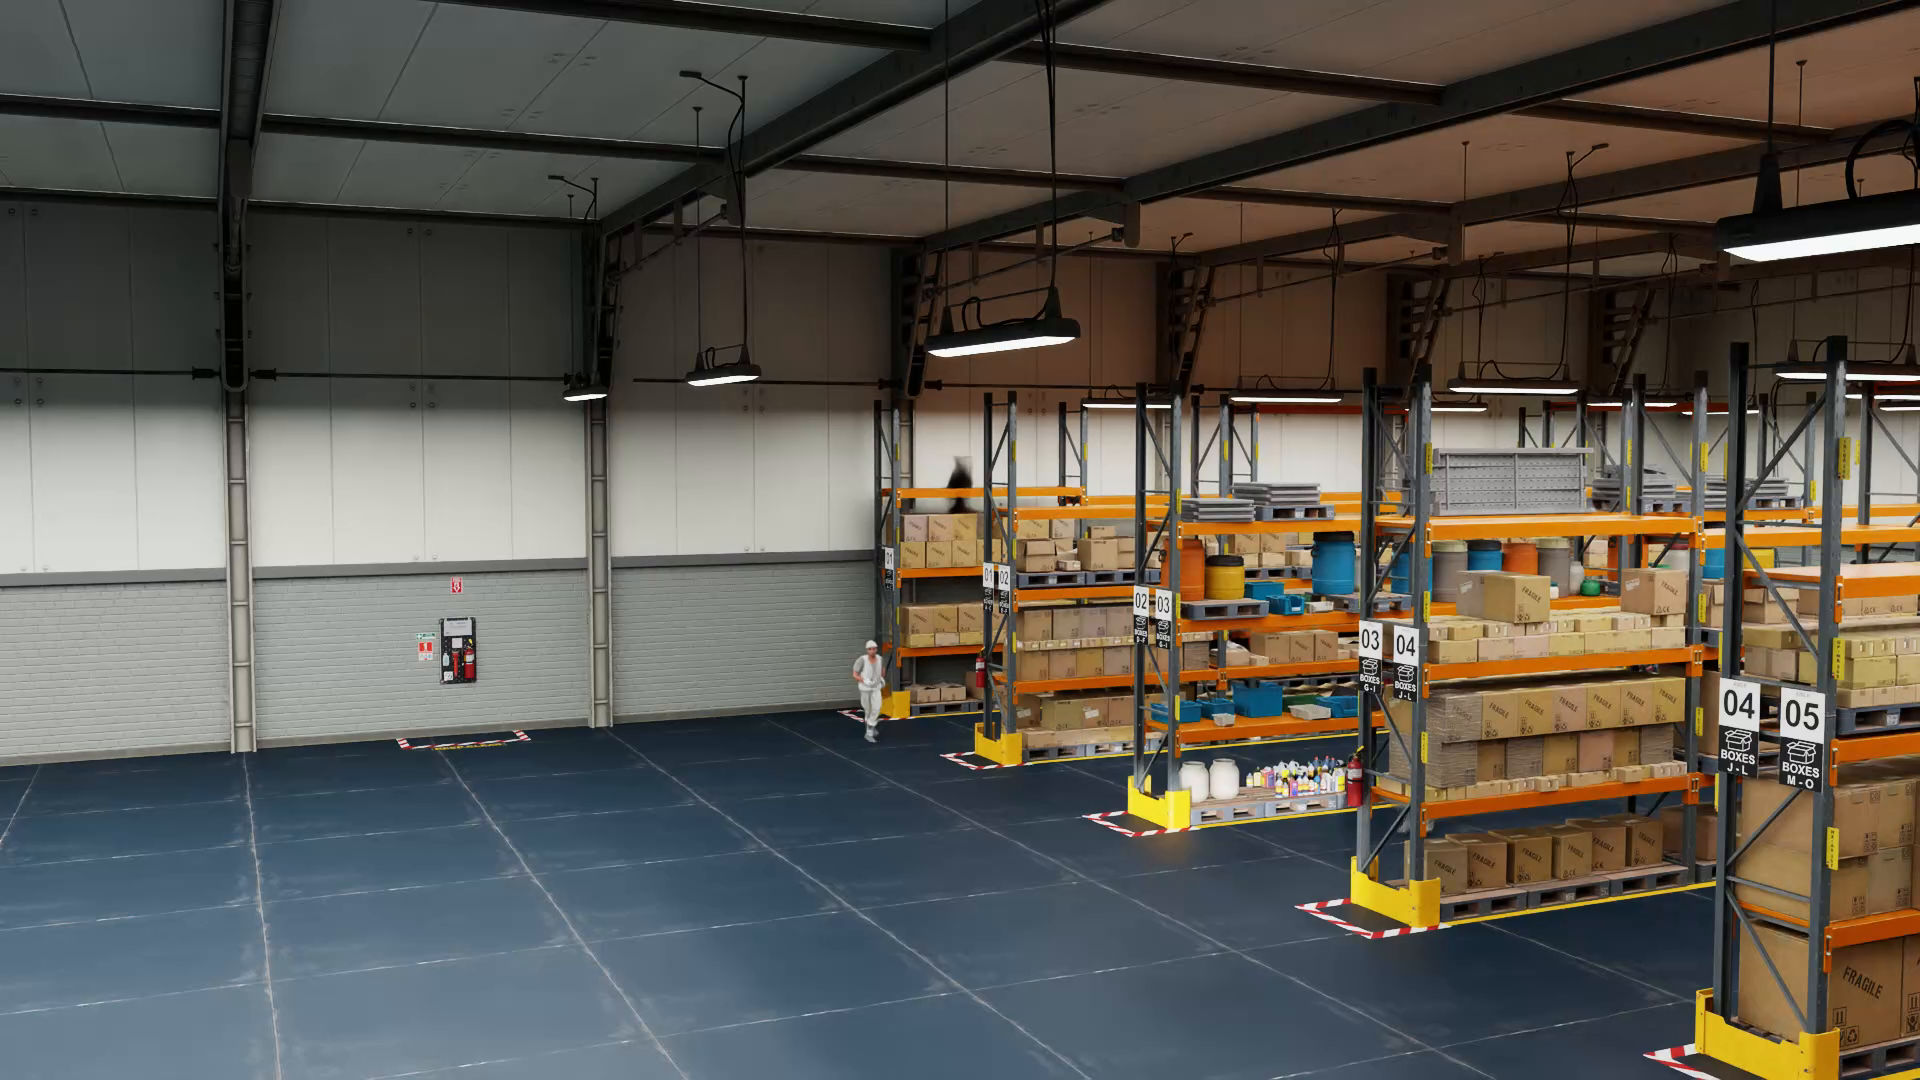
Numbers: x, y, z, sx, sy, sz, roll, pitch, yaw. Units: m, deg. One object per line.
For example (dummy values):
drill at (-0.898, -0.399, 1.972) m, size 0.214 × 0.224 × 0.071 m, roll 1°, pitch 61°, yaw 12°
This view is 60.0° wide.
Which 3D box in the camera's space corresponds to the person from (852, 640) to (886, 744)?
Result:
person at (-1.590, 2.596, 28.850) m, size 0.614 × 1.760 × 0.862 m, roll -1°, pitch 3°, yaw -13°

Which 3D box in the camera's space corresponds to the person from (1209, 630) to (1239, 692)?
person at (5.038, 2.500, 31.265) m, size 0.830 × 1.746 × 0.583 m, roll -1°, pitch 4°, yaw -19°

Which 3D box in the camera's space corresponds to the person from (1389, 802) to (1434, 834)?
person at (5.900, 3.065, 21.781) m, size 0.956 × 1.659 × 0.707 m, roll -2°, pitch 4°, yaw -36°
